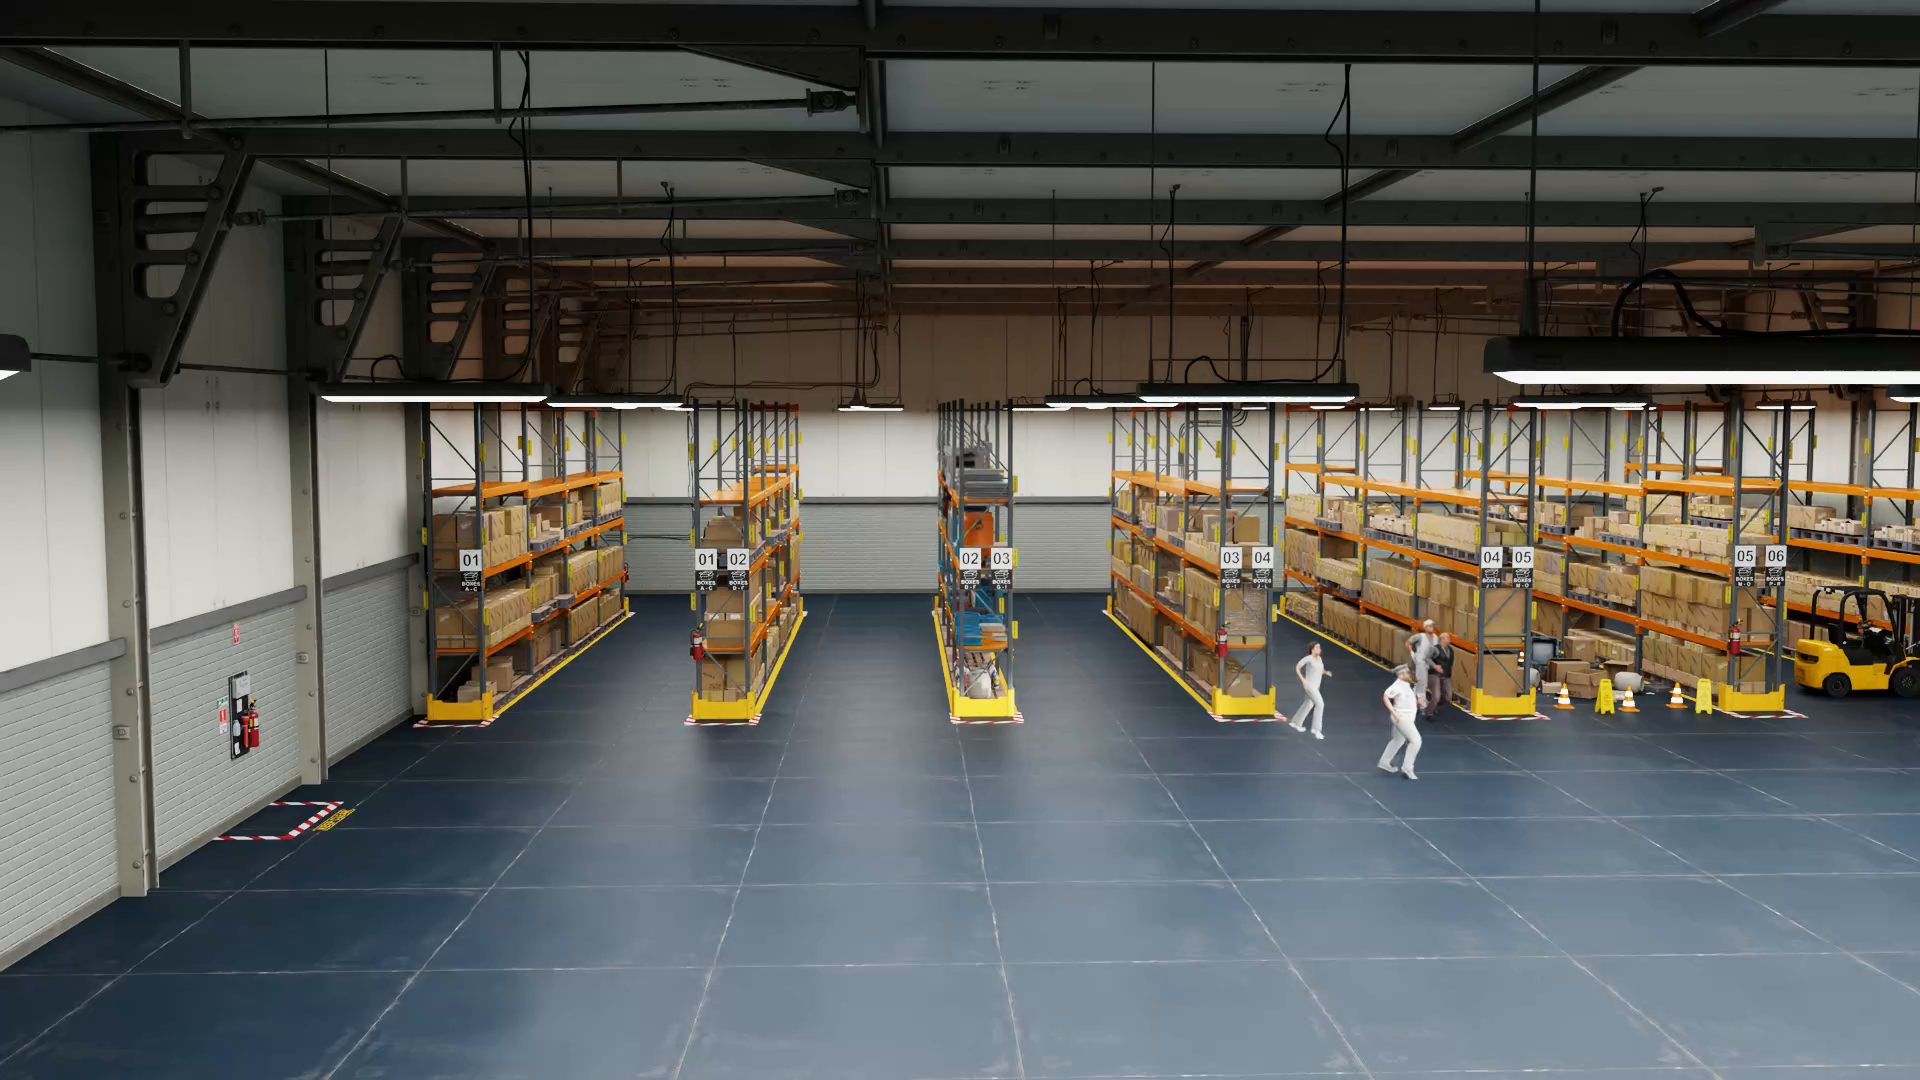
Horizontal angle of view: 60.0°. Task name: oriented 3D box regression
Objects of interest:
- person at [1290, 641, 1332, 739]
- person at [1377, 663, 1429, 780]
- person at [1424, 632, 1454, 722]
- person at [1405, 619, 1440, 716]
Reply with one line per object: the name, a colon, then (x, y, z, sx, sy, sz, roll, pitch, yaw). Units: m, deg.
person: (6.231, 2.644, 29.566, 0.768, 1.718, 0.561, 3, 6, 38)
person: (6.986, 2.859, 26.199, 0.754, 1.850, 0.631, 1, 5, 18)
person: (8.994, 2.550, 31.053, 0.657, 1.646, 0.559, -1, 5, -16)
person: (8.948, 2.417, 31.942, 0.674, 1.800, 0.890, -1, 5, -18)
